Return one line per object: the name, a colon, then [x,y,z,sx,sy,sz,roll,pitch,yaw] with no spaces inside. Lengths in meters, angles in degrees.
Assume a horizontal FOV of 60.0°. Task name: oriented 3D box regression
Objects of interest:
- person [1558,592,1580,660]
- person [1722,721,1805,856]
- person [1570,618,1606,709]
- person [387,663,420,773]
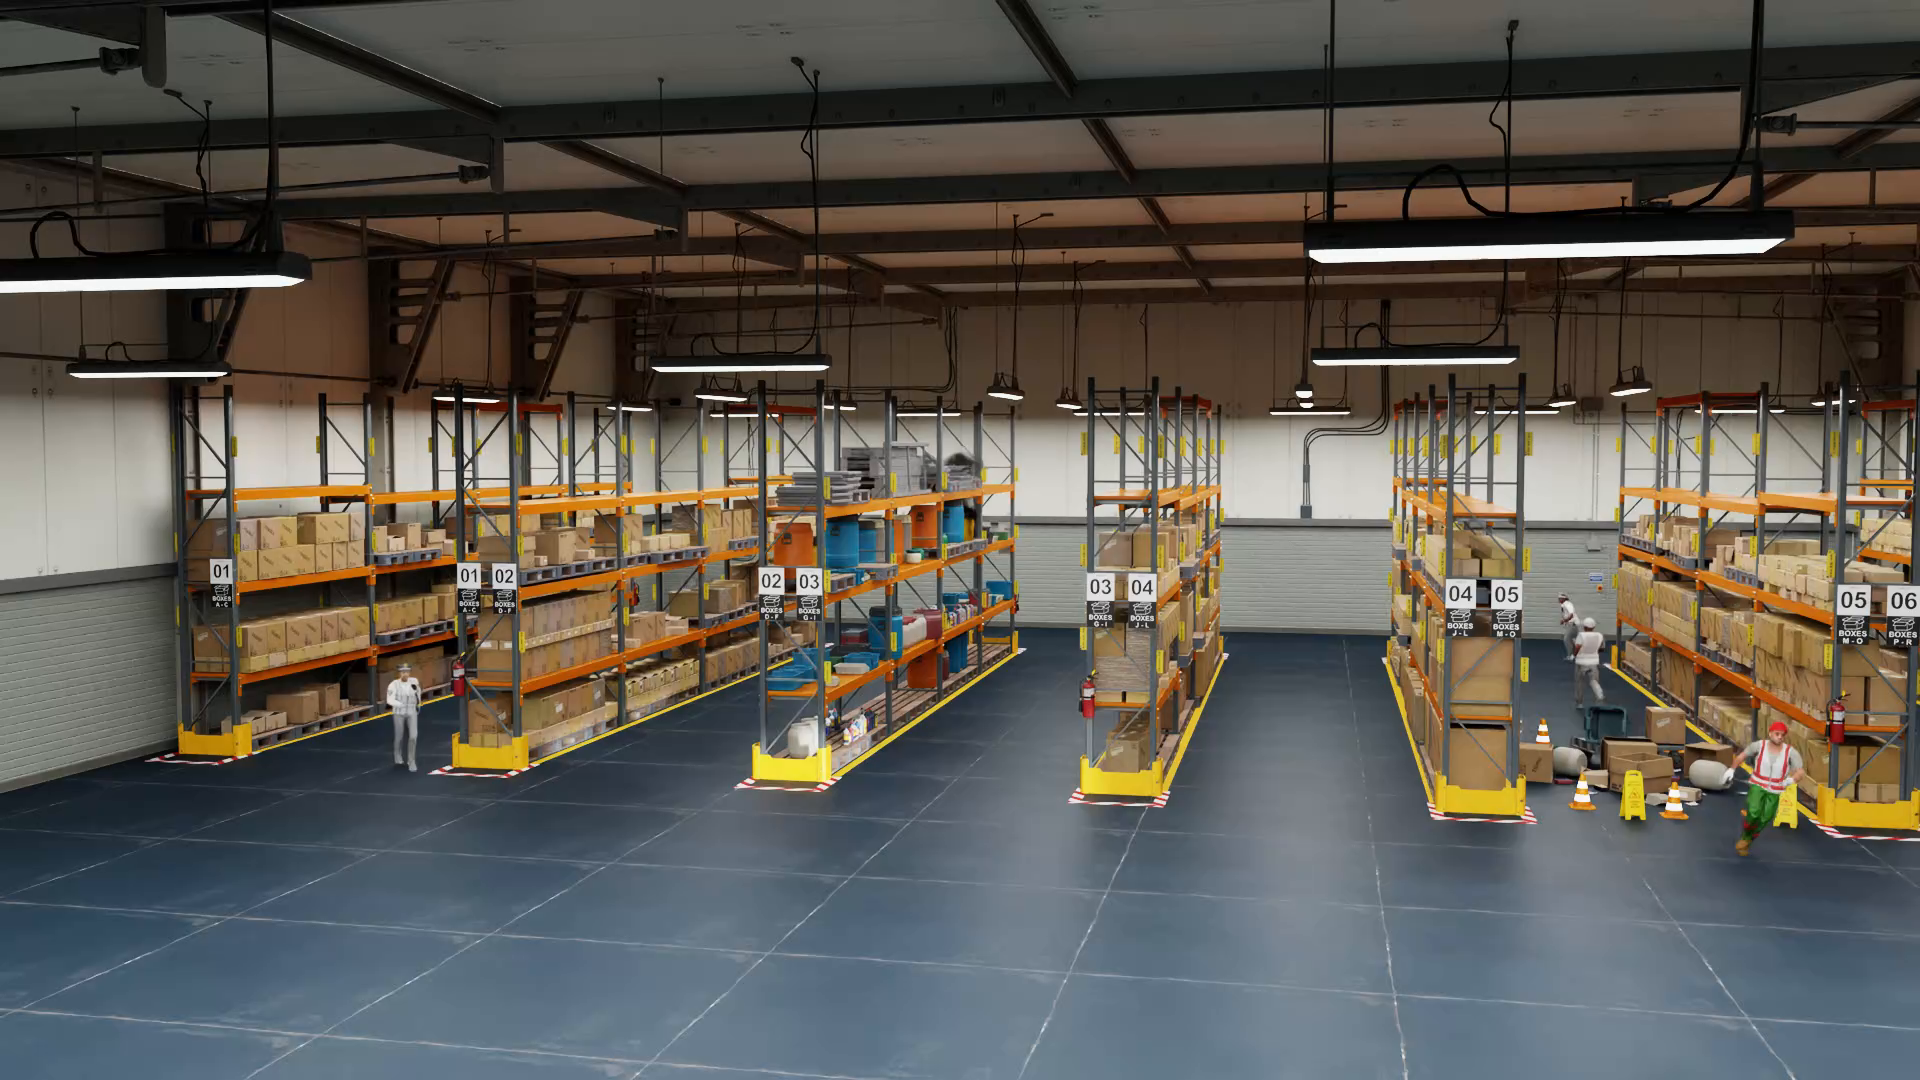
person: [14.424,2.038,39.084,0.747,1.620,0.572,1,3,15]
person: [9.797,3.035,20.225,0.844,1.691,0.718,1,3,13]
person: [11.896,2.345,31.505,0.683,1.764,0.933,0,3,-1]
person: [-8.591,2.735,25.720,0.554,1.714,0.989,-2,4,-29]
